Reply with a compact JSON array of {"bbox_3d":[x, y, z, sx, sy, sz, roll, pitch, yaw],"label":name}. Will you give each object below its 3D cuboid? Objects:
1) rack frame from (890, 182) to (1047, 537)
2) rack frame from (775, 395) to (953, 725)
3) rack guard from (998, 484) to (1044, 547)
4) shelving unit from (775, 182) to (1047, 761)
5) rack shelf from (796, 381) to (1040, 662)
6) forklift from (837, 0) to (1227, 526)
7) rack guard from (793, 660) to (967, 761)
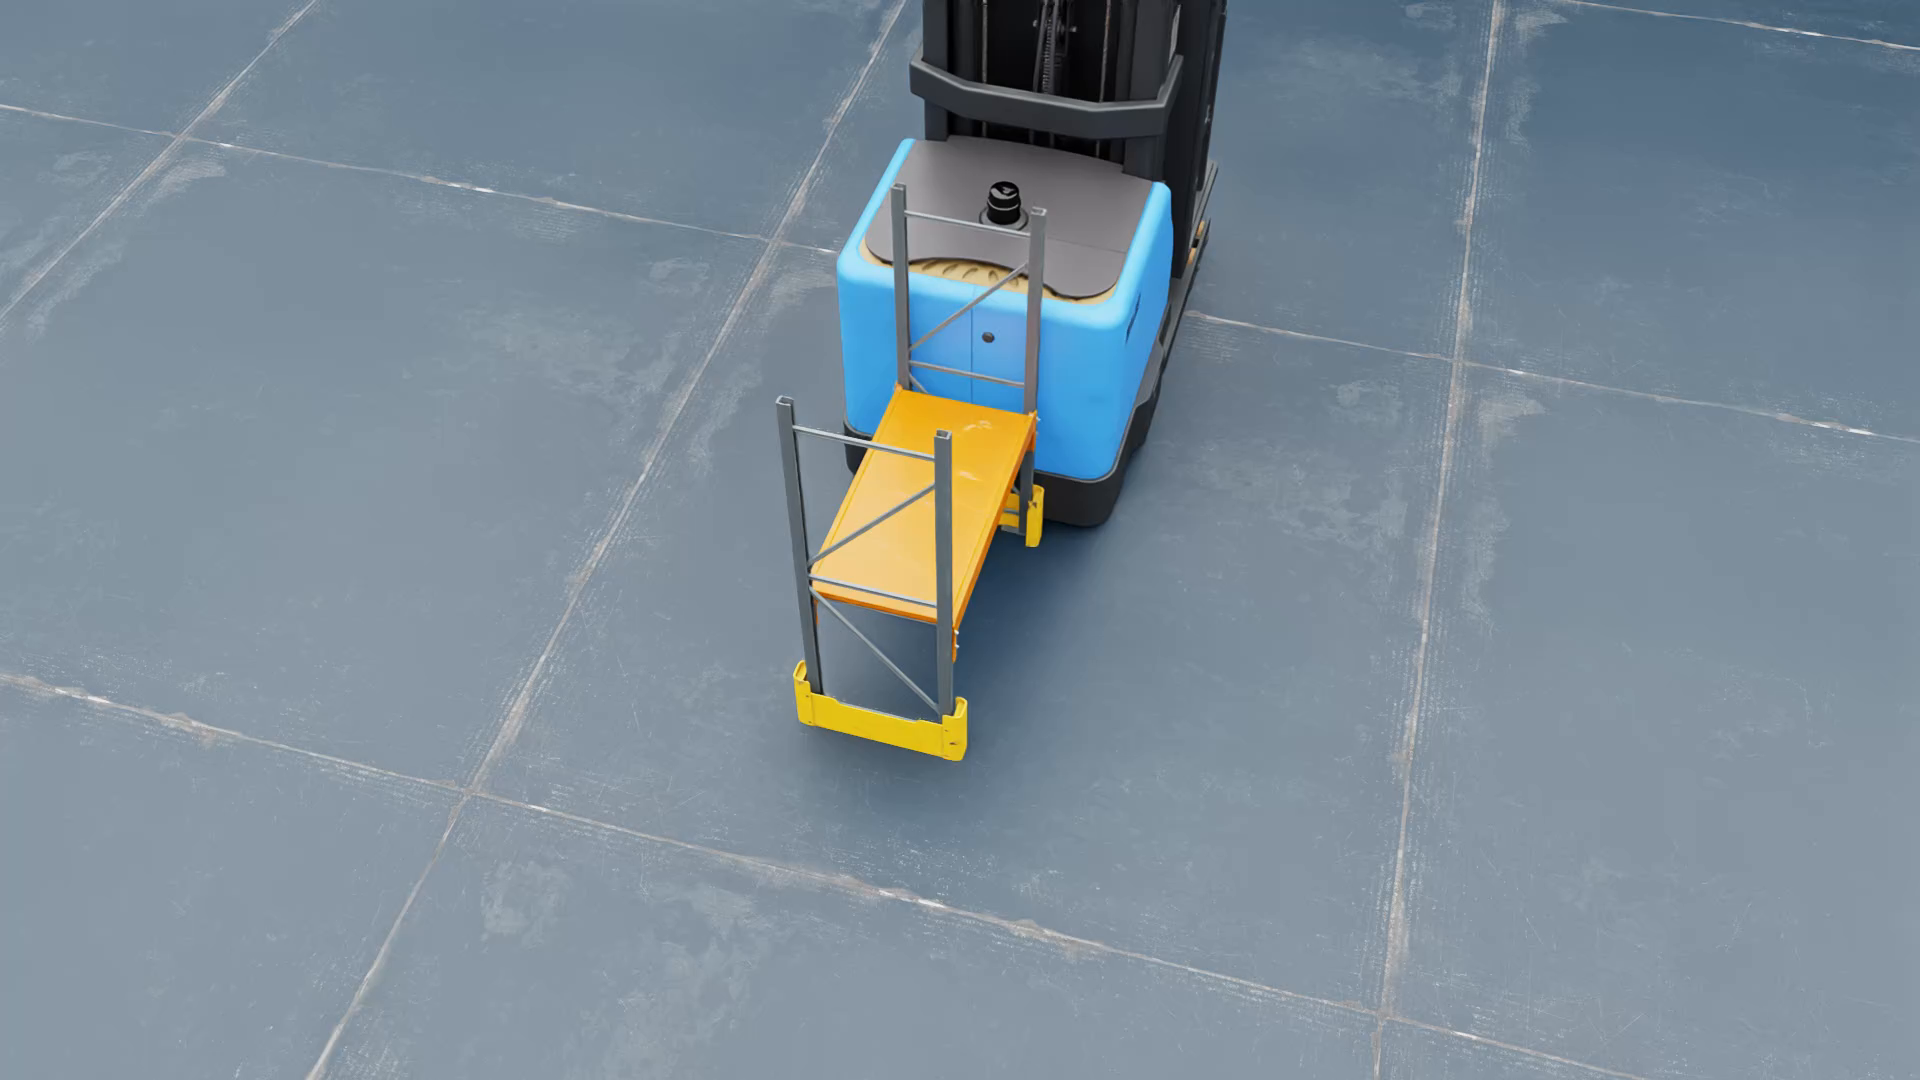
[{"bbox_3d":[0.025,-0.571,5.753,0.500,1.500,0.032,13,50,11],"label":"rack frame"},{"bbox_3d":[-0.266,0.160,5.108,0.500,1.500,0.032,13,50,11],"label":"rack frame"},{"bbox_3d":[0.019,-0.143,6.209,0.587,0.250,0.087,13,50,11],"label":"rack guard"},{"bbox_3d":[-0.123,-0.199,5.425,0.587,1.500,1.083,13,50,11],"label":"shelving unit"},{"bbox_3d":[-0.120,-0.086,5.566,0.538,0.185,1.000,13,50,11],"label":"rack shelf"},{"bbox_3d":[0.471,-2.153,6.196,1.130,2.935,3.031,13,50,11],"label":"forklift"},{"bbox_3d":[-0.265,0.573,5.578,0.587,0.250,0.087,13,50,11],"label":"rack guard"}]
